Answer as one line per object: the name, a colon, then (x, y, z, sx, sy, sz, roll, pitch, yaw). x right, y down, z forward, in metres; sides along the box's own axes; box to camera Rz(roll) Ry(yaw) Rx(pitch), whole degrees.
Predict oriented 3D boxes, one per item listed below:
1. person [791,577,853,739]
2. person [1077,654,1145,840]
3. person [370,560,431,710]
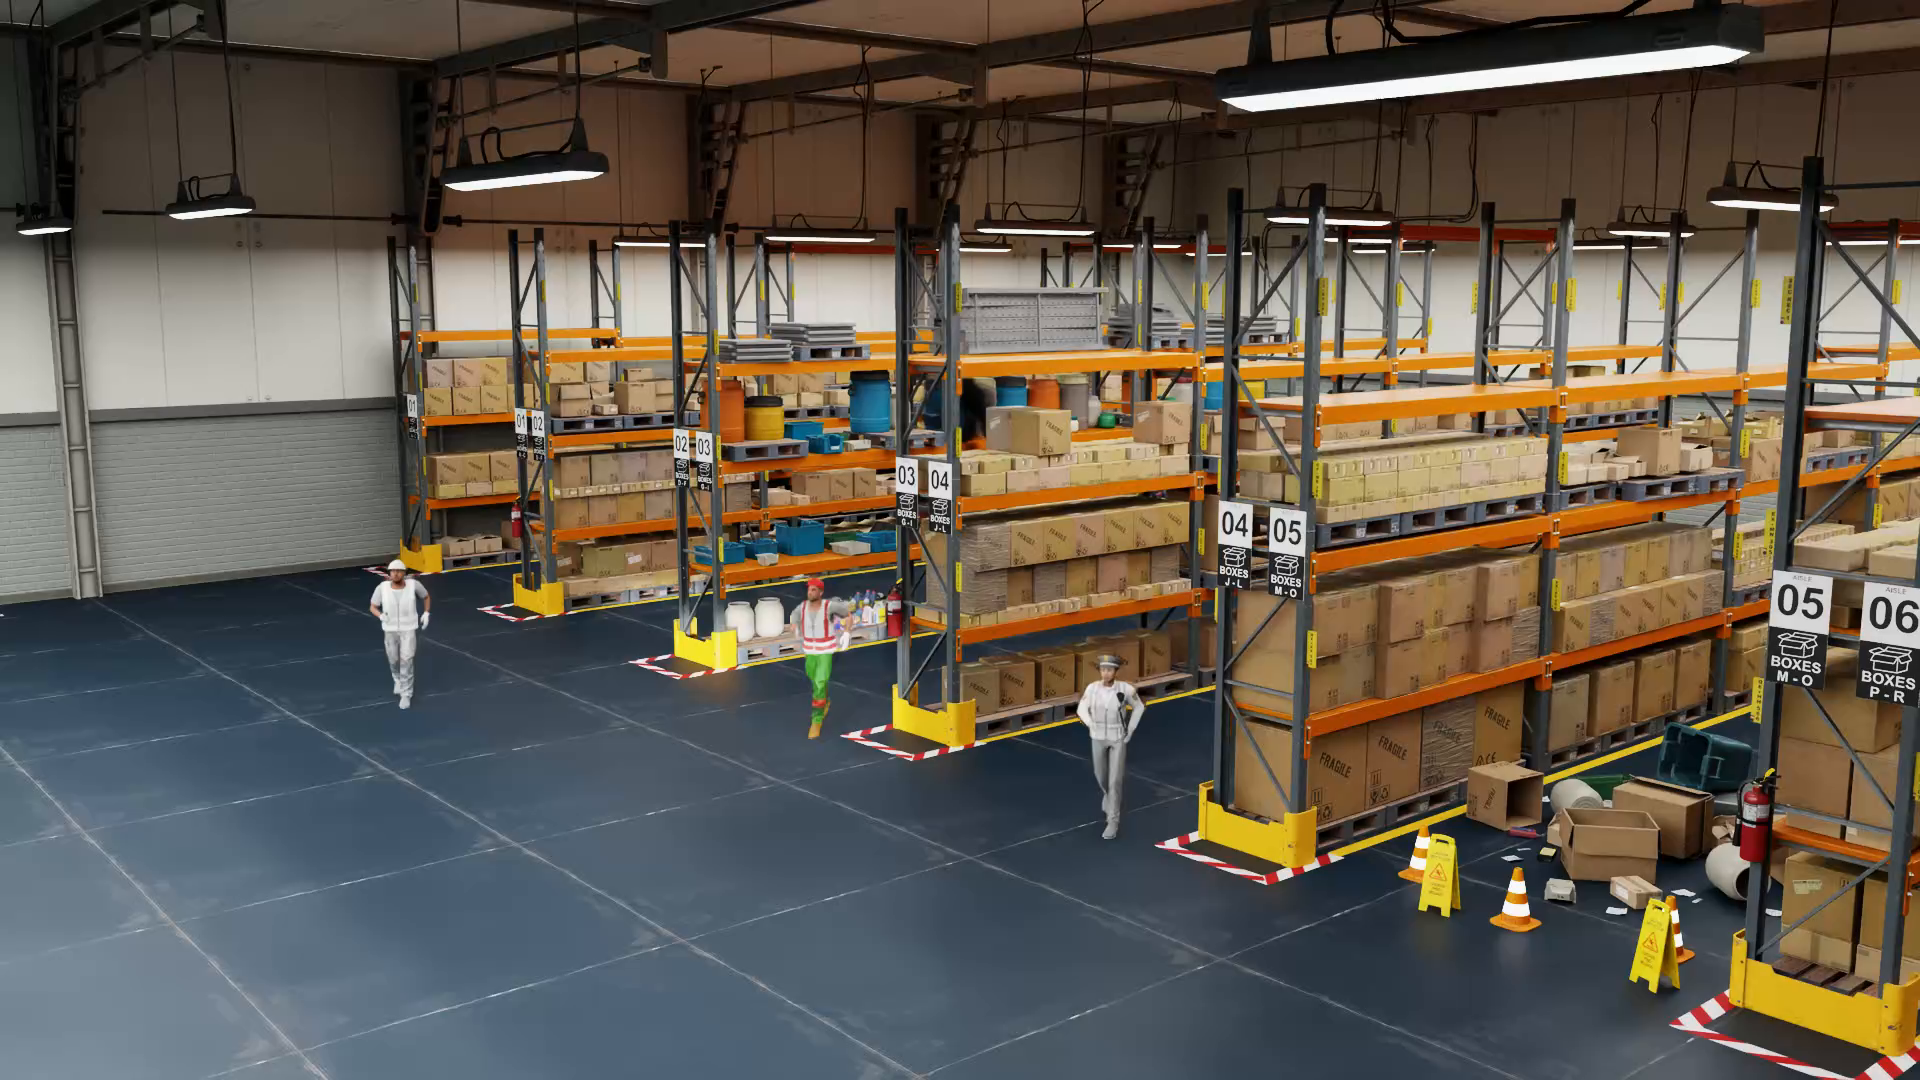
person: (-1.607, 1.325, 19.340, 0.674, 1.832, 0.933, 3, 9, 20)
person: (1.433, 1.912, 15.862, 0.643, 1.713, 0.828, 1, 9, 7)
person: (-6.929, 1.123, 20.613, 0.706, 1.798, 0.881, -2, 9, -11)
